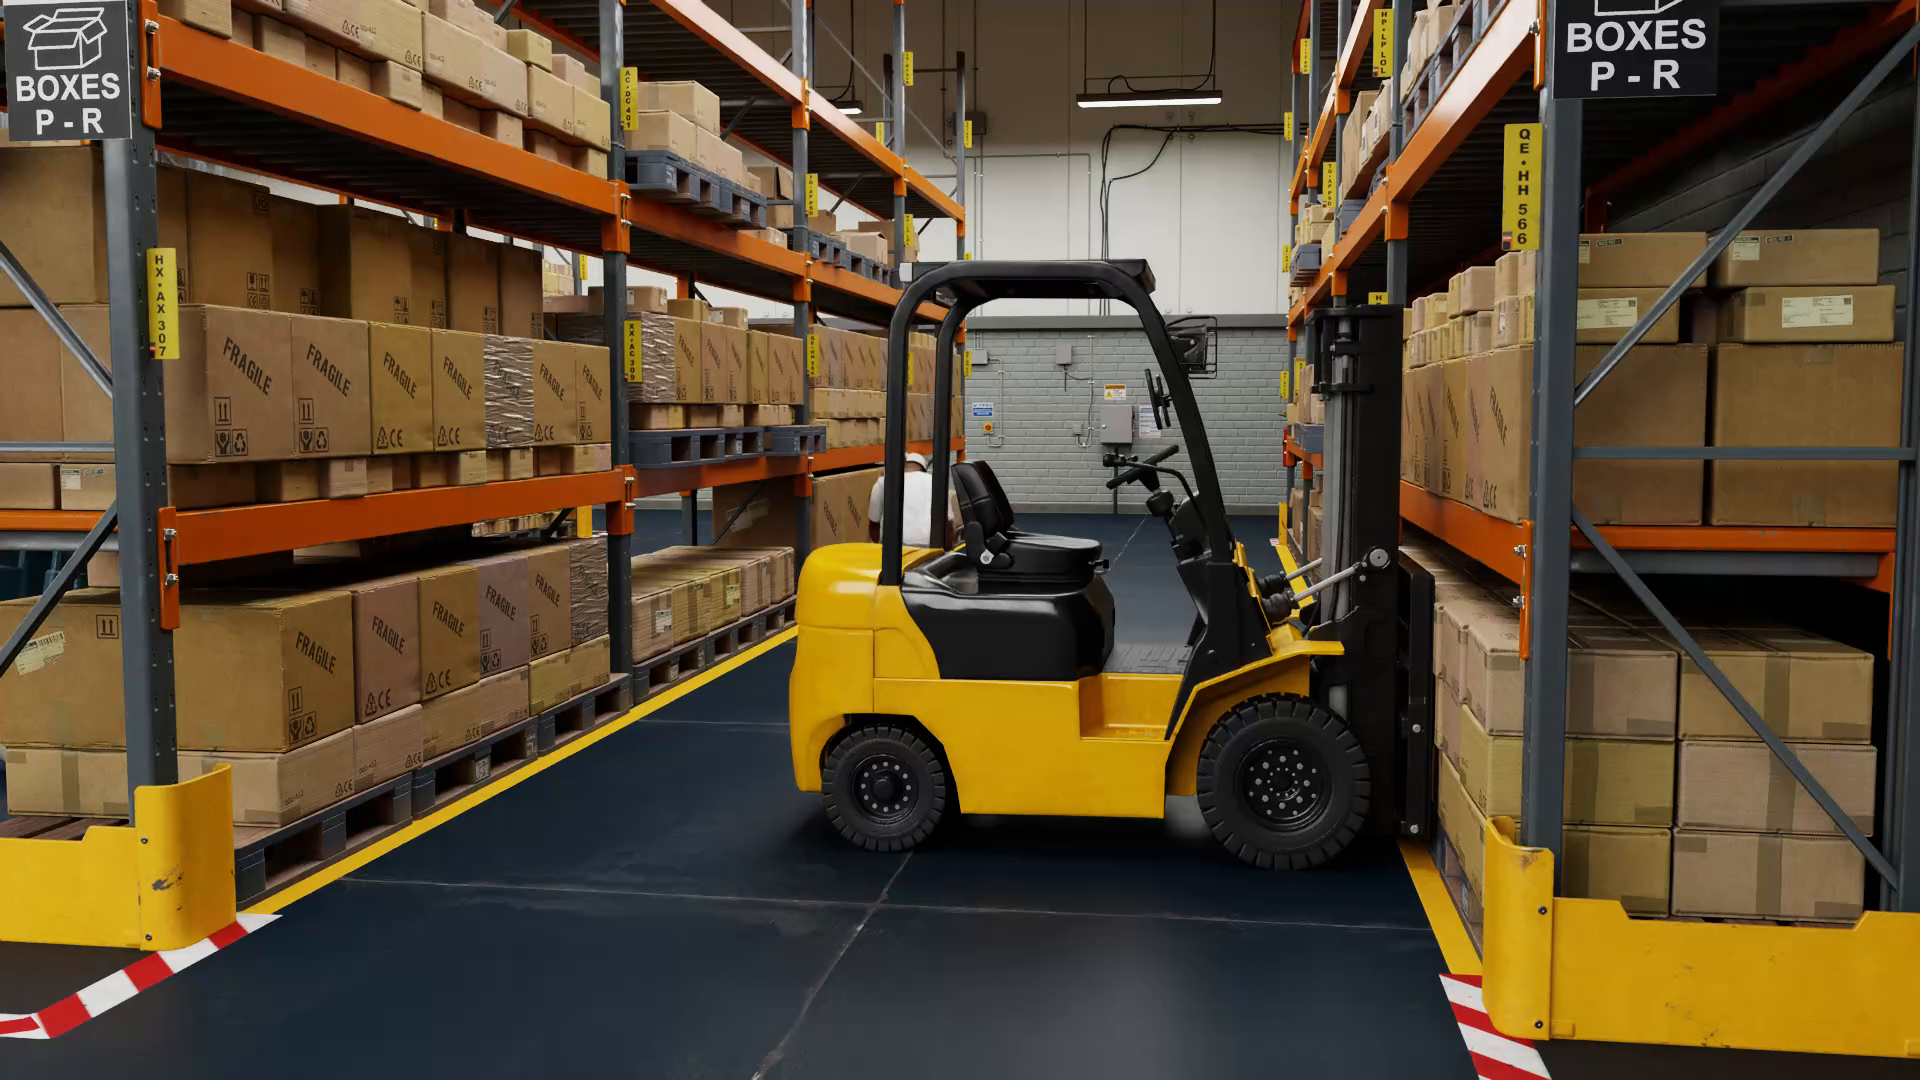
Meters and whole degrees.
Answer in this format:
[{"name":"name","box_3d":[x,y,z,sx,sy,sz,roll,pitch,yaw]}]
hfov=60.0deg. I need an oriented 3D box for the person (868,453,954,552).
[{"name":"person","box_3d":[-0.373,0.033,12.032,0.629,1.310,0.805,1,4,7]}]
